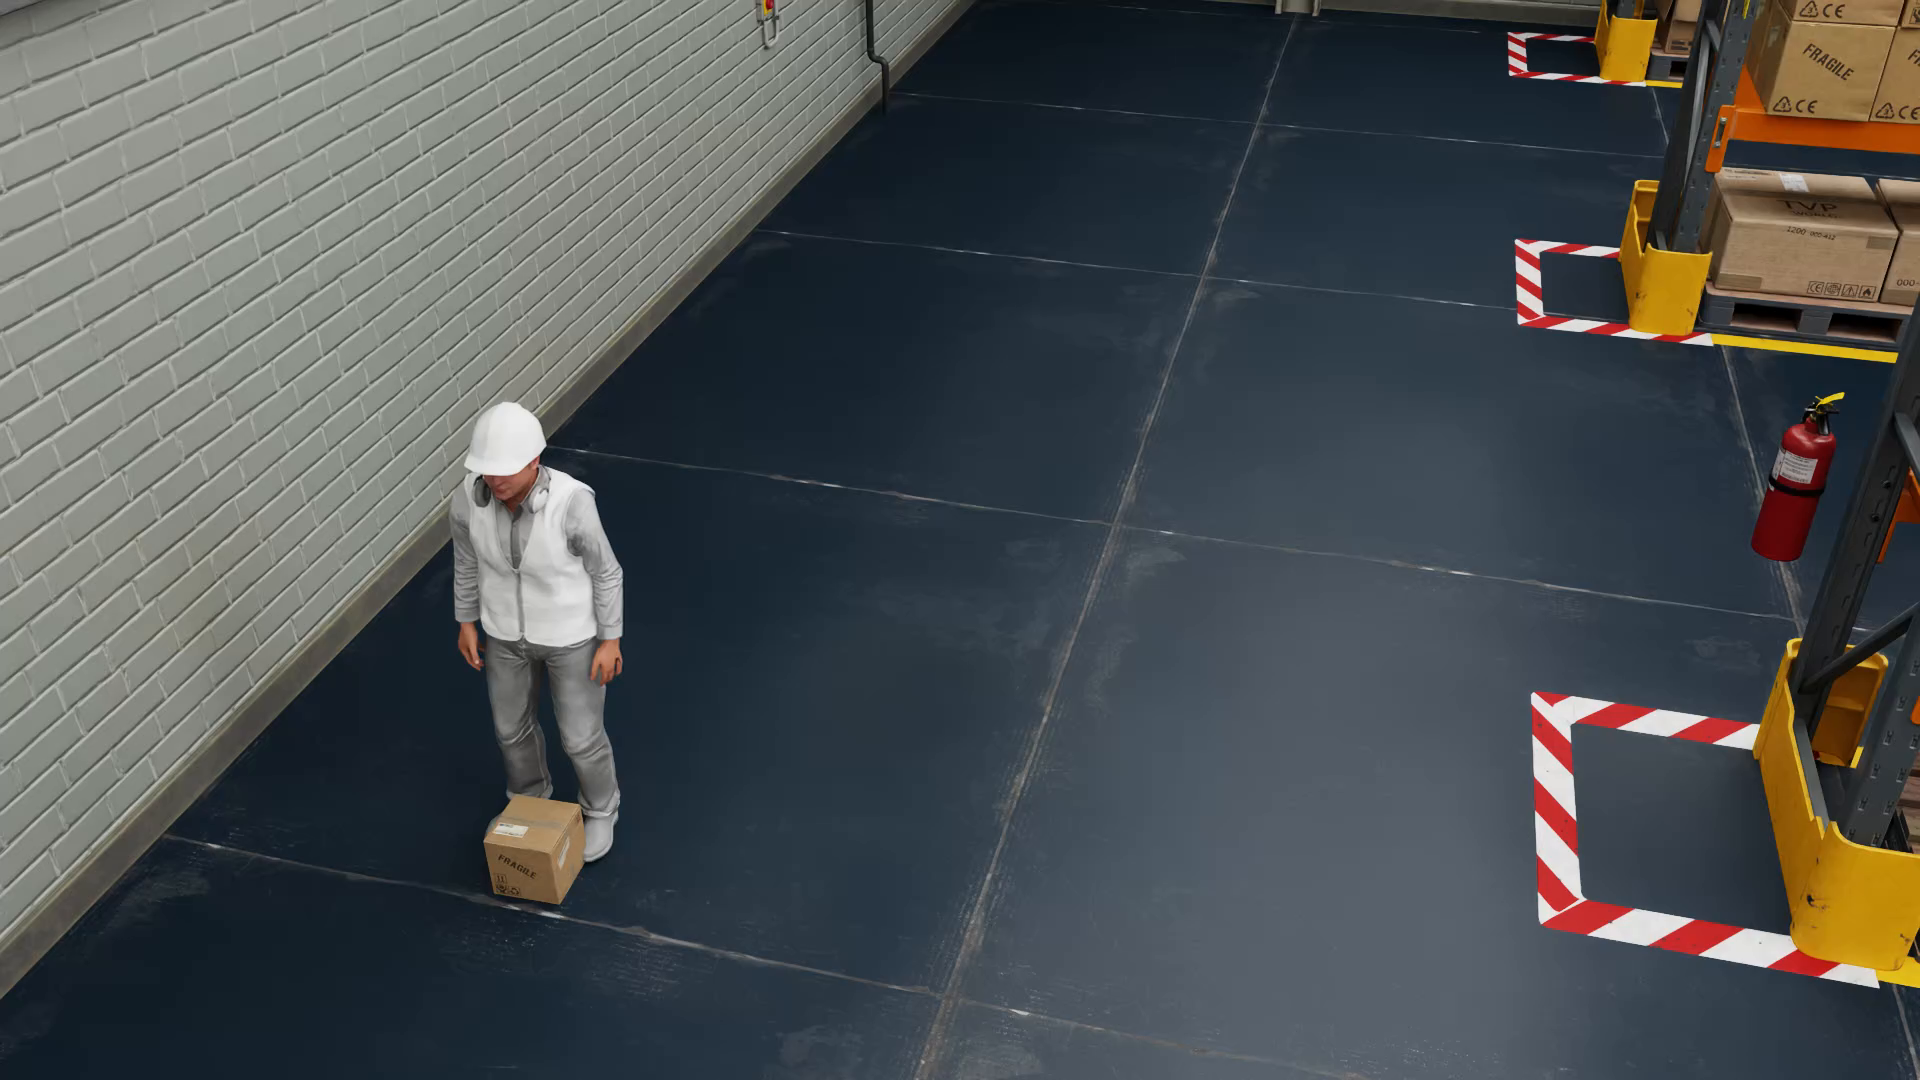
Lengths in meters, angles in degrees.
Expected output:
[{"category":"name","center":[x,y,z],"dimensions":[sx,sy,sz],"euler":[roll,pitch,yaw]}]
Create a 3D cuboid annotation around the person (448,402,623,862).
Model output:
[{"category":"person","center":[-1.417,0.307,5.632],"dimensions":[0.594,1.773,0.457],"euler":[6,33,10]}]
